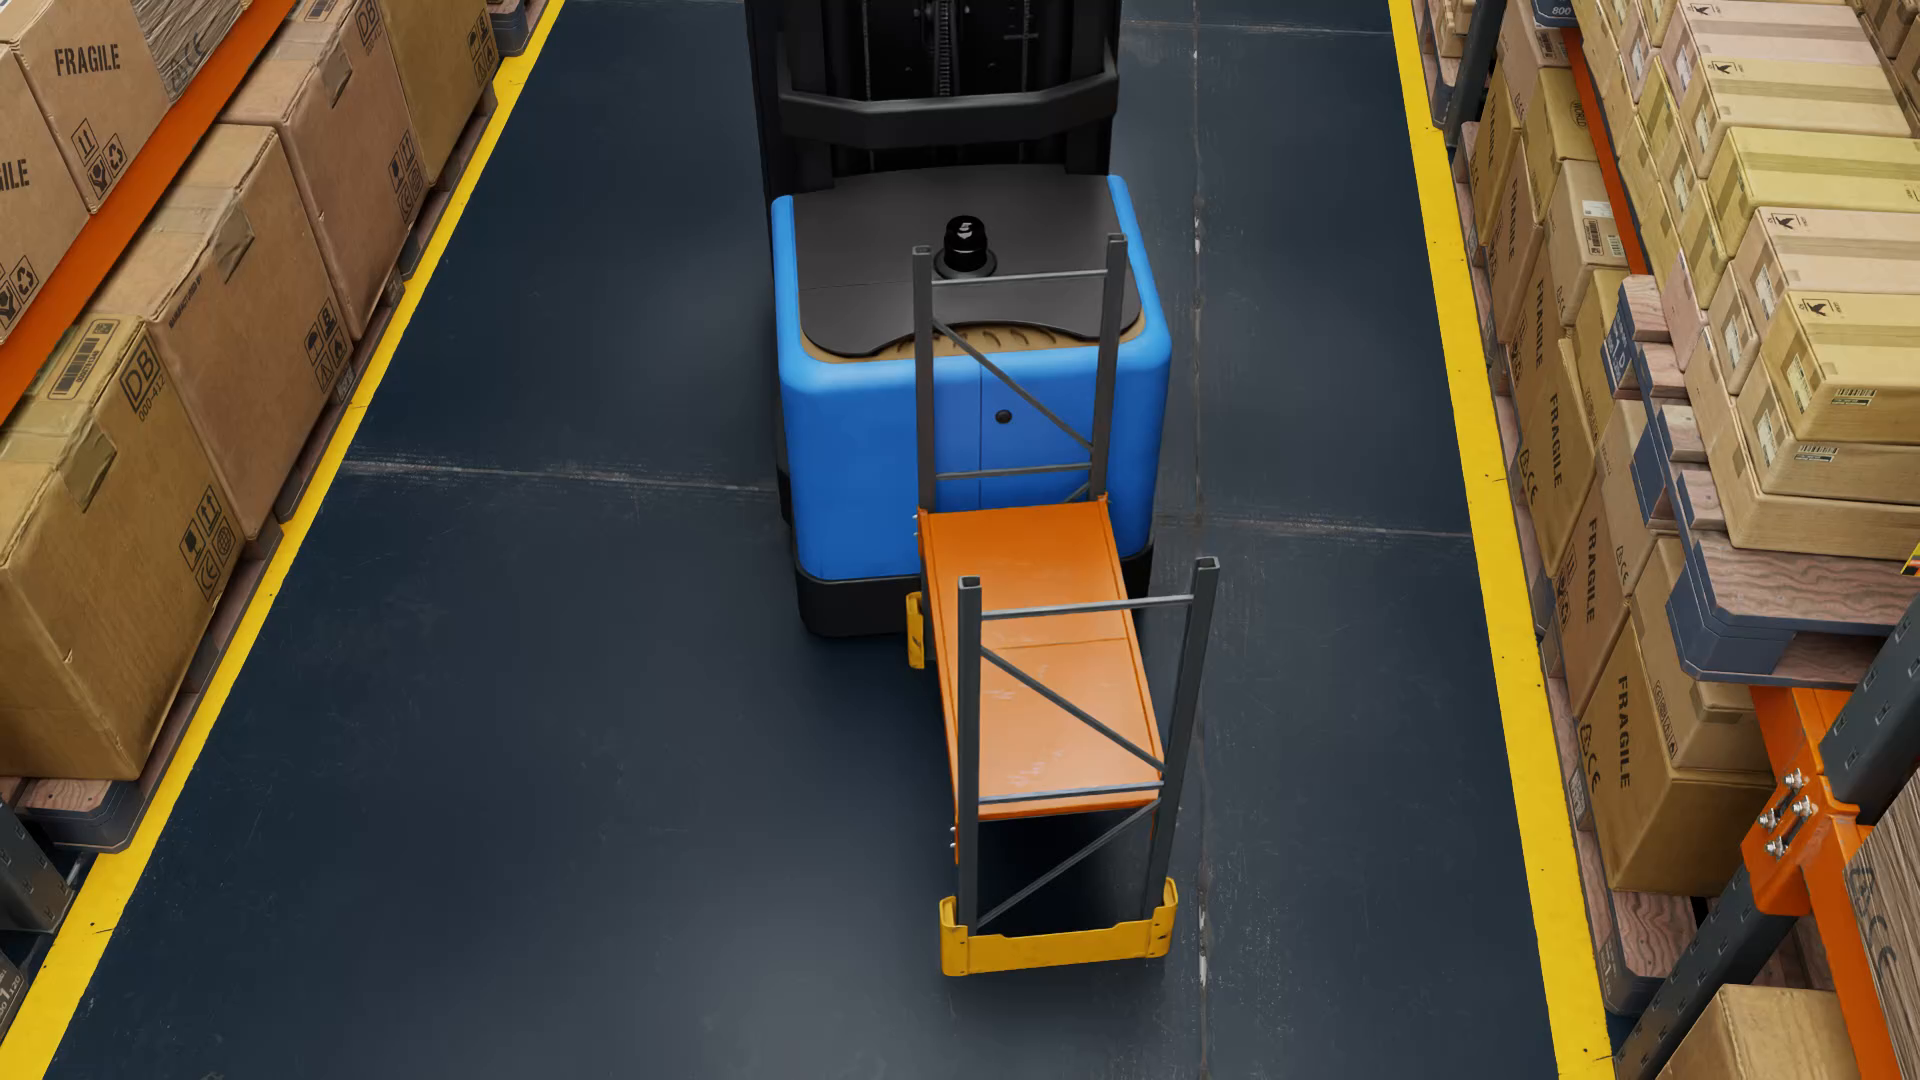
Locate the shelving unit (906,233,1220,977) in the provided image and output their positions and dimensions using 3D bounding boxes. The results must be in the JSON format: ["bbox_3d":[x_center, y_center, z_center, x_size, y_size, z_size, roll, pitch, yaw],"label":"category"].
[{"bbox_3d":[0.192,0.188,4.062,0.587,1.500,1.083,-4,48,-4],"label":"shelving unit"}]

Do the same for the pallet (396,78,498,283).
[{"bbox_3d":[-2.468,-1.492,6.471,1.003,0.211,1.213,4,48,4],"label":"pallet"}]

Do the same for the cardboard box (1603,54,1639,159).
[{"bbox_3d":[1.802,-1.050,4.064,0.380,0.149,0.250,5,48,5],"label":"cardboard box"}]

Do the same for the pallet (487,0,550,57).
[{"bbox_3d":[-2.325,-2.617,7.501,1.003,0.211,1.213,4,48,4],"label":"pallet"}]

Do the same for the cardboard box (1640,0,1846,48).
[{"bbox_3d":[1.801,-1.257,3.849,0.380,0.149,0.250,6,48,5],"label":"cardboard box"}]

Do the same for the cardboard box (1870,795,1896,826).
[{"bbox_3d":[2.411,0.541,4.131,0.500,0.500,0.500,2,48,2],"label":"cardboard box"}]

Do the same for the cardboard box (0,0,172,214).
[{"bbox_3d":[-2.434,-1.194,4.242,0.500,0.500,0.500,3,48,3],"label":"cardboard box"}]

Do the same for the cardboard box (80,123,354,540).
[{"bbox_3d":[-2.665,-0.651,4.968,1.225,0.875,0.875,4,48,4],"label":"cardboard box"}]

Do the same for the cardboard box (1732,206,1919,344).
[{"bbox_3d":[1.706,-0.491,3.149,0.380,0.149,0.250,3,48,3],"label":"cardboard box"}]

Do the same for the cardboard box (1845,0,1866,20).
[{"bbox_3d":[2.503,-1.391,4.376,0.380,0.149,0.250,6,48,5],"label":"cardboard box"}]

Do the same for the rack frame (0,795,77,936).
[{"bbox_3d":[-2.837,-0.066,3.277,1.000,3.000,0.127,4,48,4],"label":"rack frame"}]

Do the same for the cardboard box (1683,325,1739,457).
[{"bbox_3d":[1.705,-0.291,3.369,0.380,0.149,0.250,4,48,3],"label":"cardboard box"}]

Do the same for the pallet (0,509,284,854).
[{"bbox_3d":[-2.690,0.301,4.832,1.003,0.211,1.213,4,48,4],"label":"pallet"}]

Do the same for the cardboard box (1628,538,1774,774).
[{"bbox_3d":[1.894,0.271,3.871,0.500,0.250,0.500,3,48,3],"label":"cardboard box"}]

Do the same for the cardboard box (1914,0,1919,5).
[{"bbox_3d":[2.473,-1.391,3.972,0.380,0.149,0.250,3,48,3],"label":"cardboard box"}]

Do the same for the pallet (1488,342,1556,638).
[{"bbox_3d":[2.279,-0.185,5.276,1.003,0.211,1.213,4,48,4],"label":"pallet"}]

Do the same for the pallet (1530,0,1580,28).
[{"bbox_3d":[2.243,-1.981,5.159,1.003,0.211,1.213,4,48,4],"label":"pallet"}]

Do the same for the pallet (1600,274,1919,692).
[{"bbox_3d":[2.052,-0.124,3.461,1.213,0.211,1.003,4,48,4],"label":"pallet"}]

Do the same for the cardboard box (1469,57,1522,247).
[{"bbox_3d":[2.126,-1.370,5.880,0.500,0.500,0.500,6,48,5],"label":"cardboard box"}]

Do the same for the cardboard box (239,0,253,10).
[{"bbox_3d":[-2.336,-1.929,4.914,0.500,0.500,0.500,3,48,3],"label":"cardboard box"}]

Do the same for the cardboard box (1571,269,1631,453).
[{"bbox_3d":[1.991,-0.474,4.552,0.500,0.250,0.500,5,48,4],"label":"cardboard box"}]

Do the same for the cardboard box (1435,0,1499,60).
[{"bbox_3d":[2.154,-2.088,6.774,0.380,0.149,0.250,4,48,4],"label":"cardboard box"}]

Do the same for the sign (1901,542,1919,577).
[{"bbox_3d":[1.552,-0.051,2.533,0.100,0.325,0.005,4,48,4],"label":"sign"}]

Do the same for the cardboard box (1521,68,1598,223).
[{"bbox_3d":[2.081,-1.232,5.245,0.500,0.250,0.500,5,48,5],"label":"cardboard box"}]

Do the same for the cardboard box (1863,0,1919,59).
[{"bbox_3d":[2.474,-1.302,4.092,0.380,0.149,0.250,5,48,5],"label":"cardboard box"}]

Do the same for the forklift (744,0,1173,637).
[{"bbox_3d":[-0.102,-1.799,4.909,1.130,2.935,3.031,-4,48,-4],"label":"forklift"}]

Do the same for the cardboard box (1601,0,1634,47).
[{"bbox_3d":[1.823,-1.347,4.133,0.380,0.149,0.250,3,48,3],"label":"cardboard box"}]

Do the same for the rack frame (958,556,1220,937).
[{"bbox_3d":[0.246,0.568,3.714,0.500,1.500,0.032,-4,48,-4],"label":"rack frame"}]

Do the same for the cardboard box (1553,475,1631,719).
[{"bbox_3d":[1.944,0.162,4.479,0.500,0.500,0.500,6,48,5],"label":"cardboard box"}]

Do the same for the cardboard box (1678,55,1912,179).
[{"bbox_3d":[1.751,-0.880,3.504,0.380,0.149,0.250,5,48,5],"label":"cardboard box"}]

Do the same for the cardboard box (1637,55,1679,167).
[{"bbox_3d":[1.777,-0.965,3.784,0.380,0.149,0.250,4,48,3],"label":"cardboard box"}]

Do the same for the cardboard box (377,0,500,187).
[{"bbox_3d":[-2.511,-1.958,6.163,1.225,0.875,0.875,4,48,4],"label":"cardboard box"}]

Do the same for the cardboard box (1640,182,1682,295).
[{"bbox_3d":[1.754,-0.663,3.709,0.380,0.149,0.250,3,48,3],"label":"cardboard box"}]

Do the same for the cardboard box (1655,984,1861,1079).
[{"bbox_3d":[1.948,1.401,3.176,1.050,0.750,0.750,3,48,3],"label":"cardboard box"}]

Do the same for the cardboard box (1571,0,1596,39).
[{"bbox_3d":[1.850,-1.436,4.416,0.380,0.149,0.250,3,48,3],"label":"cardboard box"}]

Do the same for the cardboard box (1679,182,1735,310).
[{"bbox_3d":[1.729,-0.599,3.449,0.380,0.149,0.250,5,48,4],"label":"cardboard box"}]

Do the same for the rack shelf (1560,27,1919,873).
[{"bbox_3d":[2.275,-0.885,4.514,1.077,0.370,4.000,4,48,4],"label":"rack shelf"}]

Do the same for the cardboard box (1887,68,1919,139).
[{"bbox_3d":[2.454,-1.004,4.022,0.380,0.149,0.250,4,48,4],"label":"cardboard box"}]

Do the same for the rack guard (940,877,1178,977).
[{"bbox_3d":[0.244,0.975,4.189,0.587,0.250,0.087,-4,48,-4],"label":"rack guard"}]

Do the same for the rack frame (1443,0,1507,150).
[{"bbox_3d":[2.458,-2.597,5.593,1.000,3.000,0.127,4,48,4],"label":"rack frame"}]

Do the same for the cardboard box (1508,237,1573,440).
[{"bbox_3d":[2.045,-0.595,5.171,0.500,0.500,0.500,5,48,4],"label":"cardboard box"}]

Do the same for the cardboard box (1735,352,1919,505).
[{"bbox_3d":[1.685,-0.209,3.092,0.380,0.149,0.250,5,48,4],"label":"cardboard box"}]
